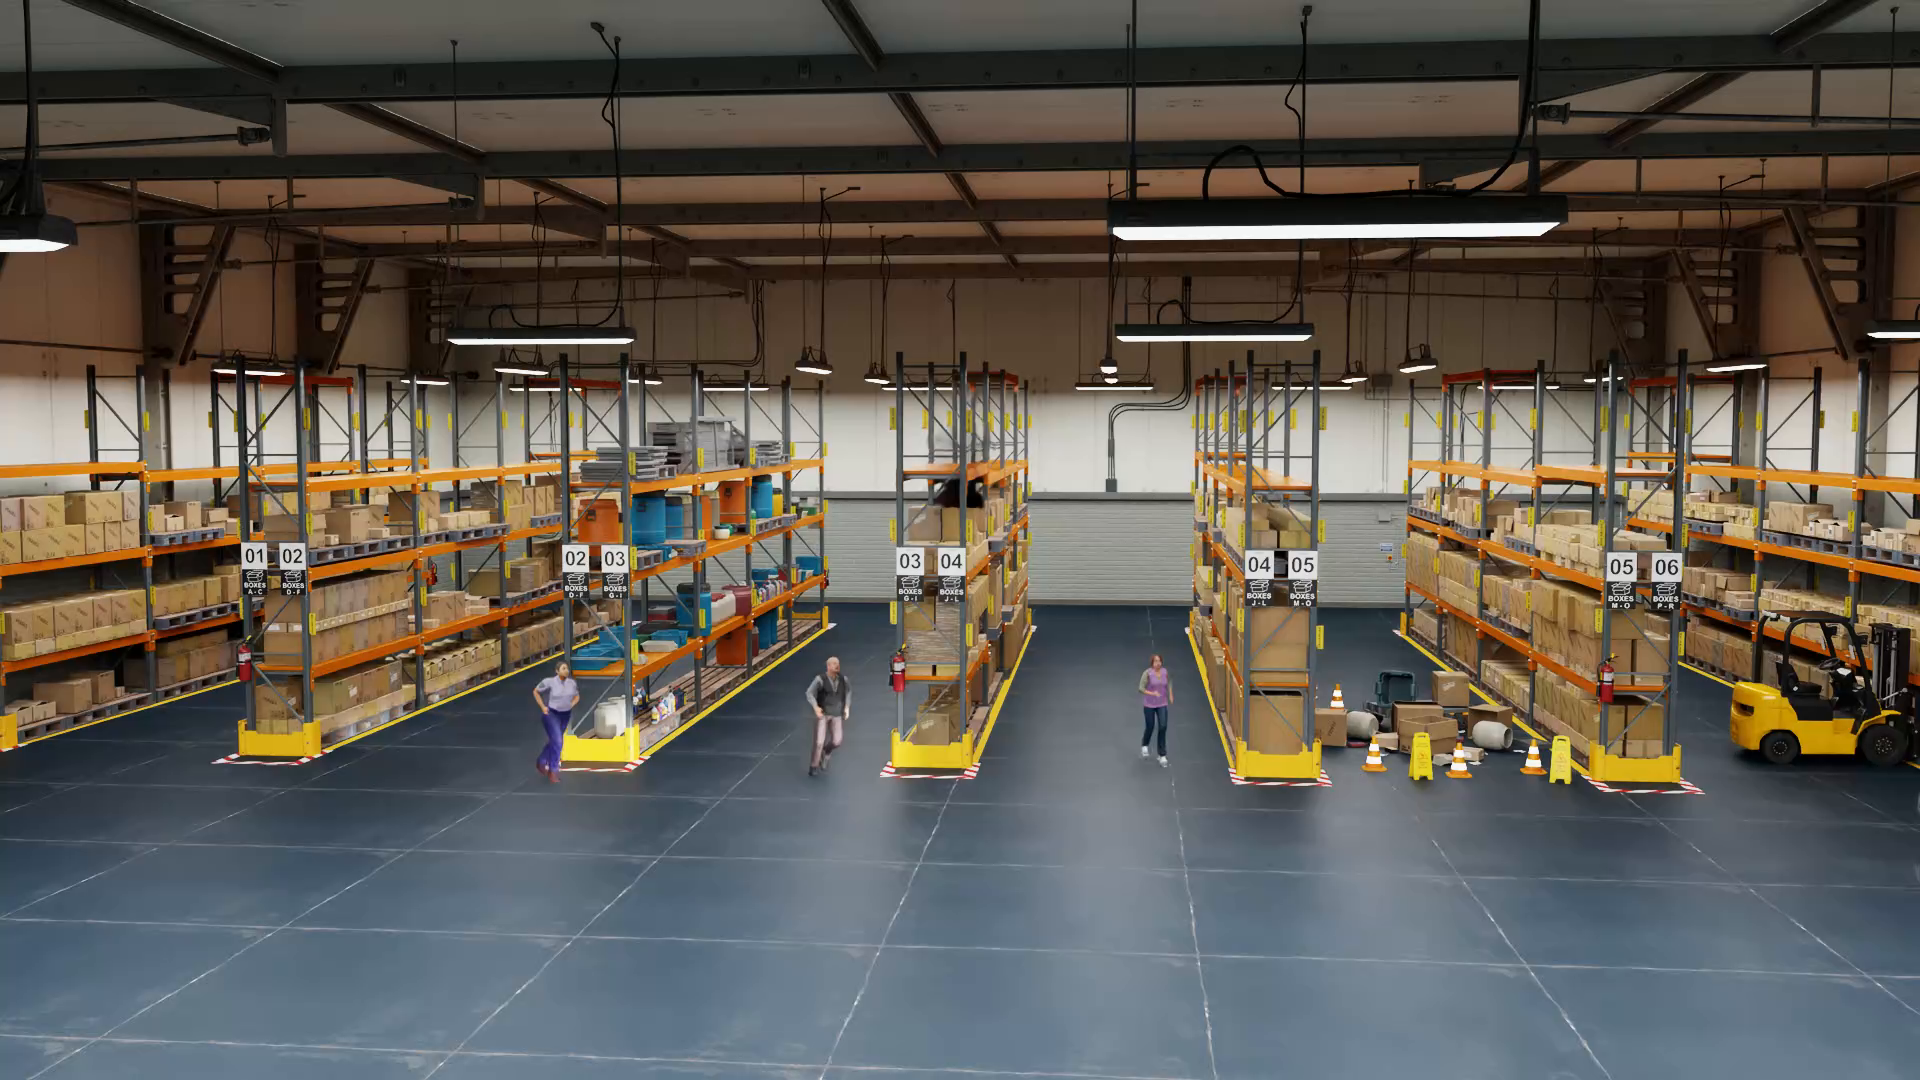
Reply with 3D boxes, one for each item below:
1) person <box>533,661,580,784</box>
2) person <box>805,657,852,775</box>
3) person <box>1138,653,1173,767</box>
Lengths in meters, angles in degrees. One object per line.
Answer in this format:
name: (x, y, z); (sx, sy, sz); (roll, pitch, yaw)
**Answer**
person: (-5.672, 2.538, 23.378); (0.718, 1.699, 0.613); (3, 5, 38)
person: (-1.826, 2.497, 23.601); (0.714, 1.664, 0.528); (-1, 4, -20)
person: (2.870, 2.465, 24.438); (0.557, 1.628, 0.763); (-1, 4, -10)
